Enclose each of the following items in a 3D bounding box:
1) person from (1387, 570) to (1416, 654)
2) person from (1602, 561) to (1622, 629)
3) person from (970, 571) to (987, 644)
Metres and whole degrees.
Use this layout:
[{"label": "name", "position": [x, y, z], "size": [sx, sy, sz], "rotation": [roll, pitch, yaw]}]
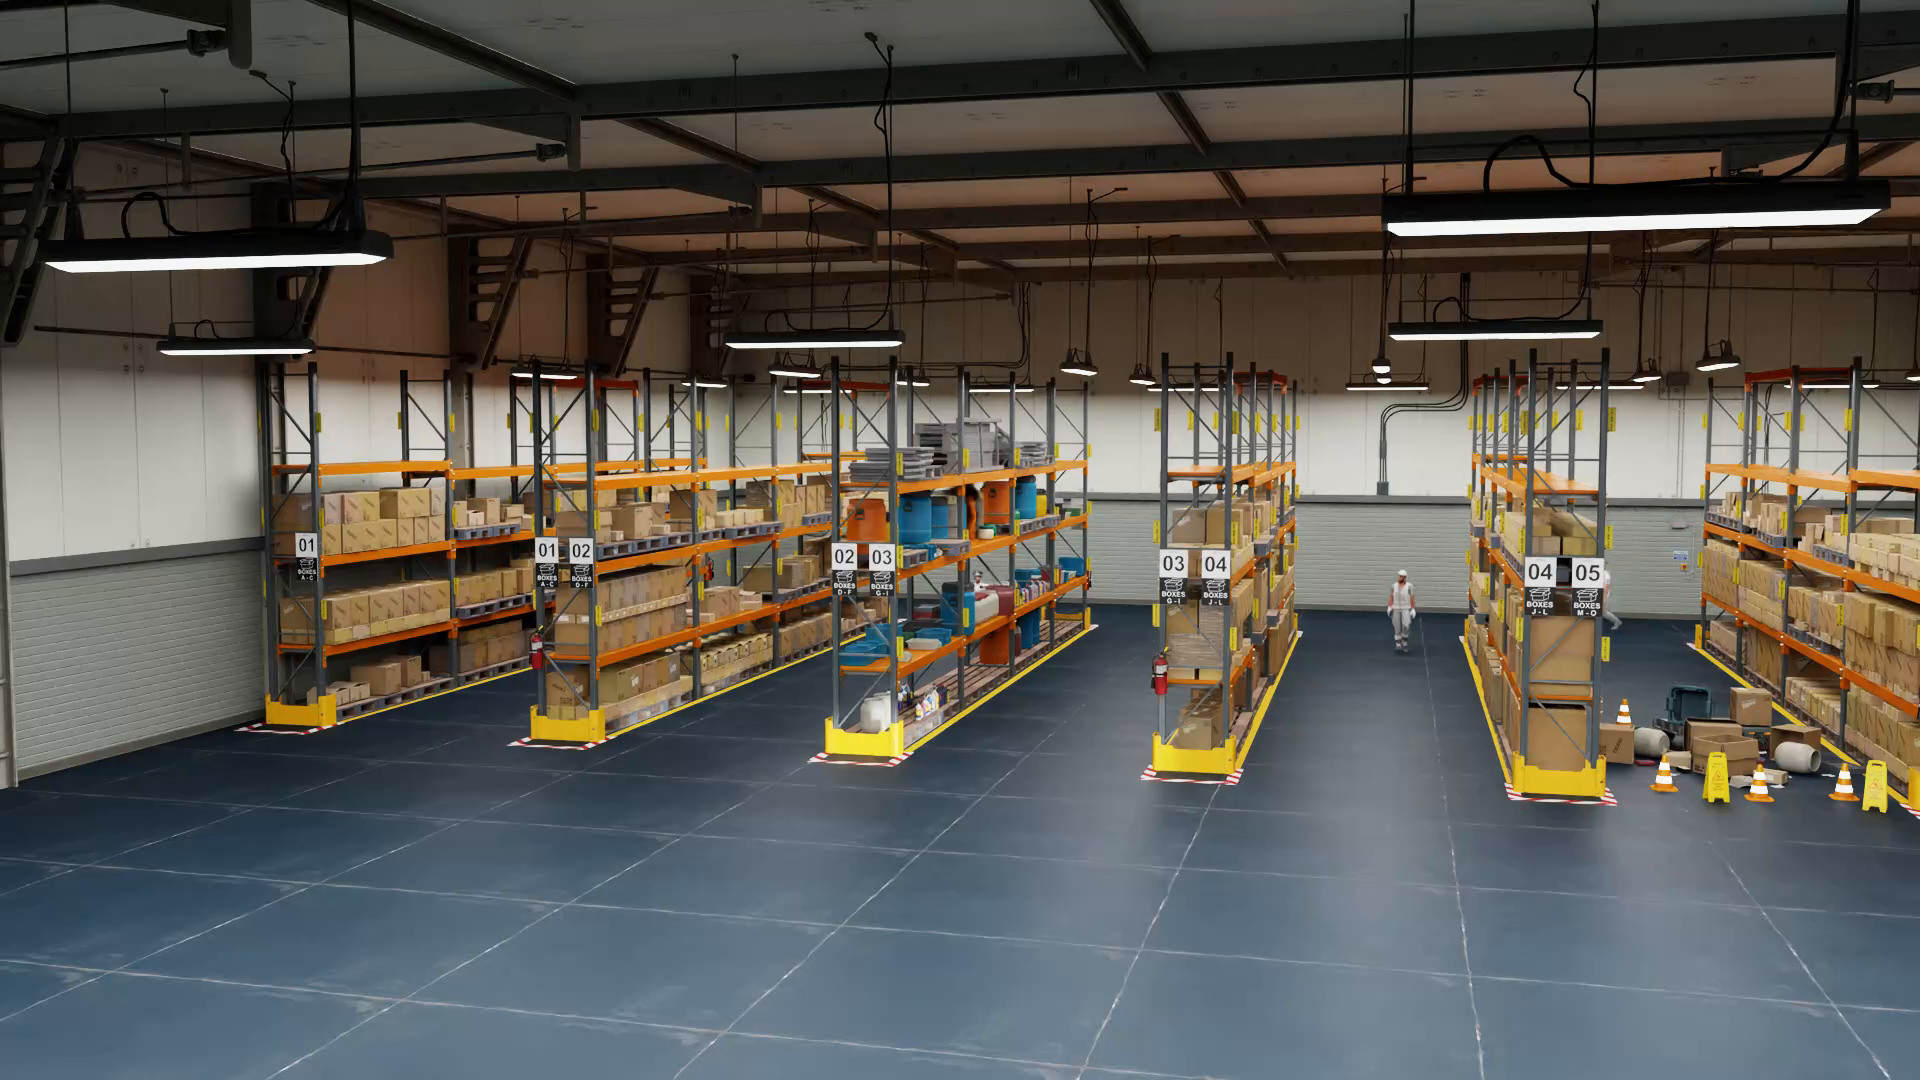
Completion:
[{"label": "person", "position": [9.599, 1.552, 36.170], "size": [0.592, 1.809, 0.527], "rotation": [2, 4, 25]}, {"label": "person", "position": [15.370, 1.324, 39.883], "size": [0.940, 1.715, 0.617], "rotation": [-1, 4, -10]}, {"label": "person", "position": [0.427, 1.514, 37.684], "size": [0.523, 1.651, 0.753], "rotation": [3, 5, 33]}]
